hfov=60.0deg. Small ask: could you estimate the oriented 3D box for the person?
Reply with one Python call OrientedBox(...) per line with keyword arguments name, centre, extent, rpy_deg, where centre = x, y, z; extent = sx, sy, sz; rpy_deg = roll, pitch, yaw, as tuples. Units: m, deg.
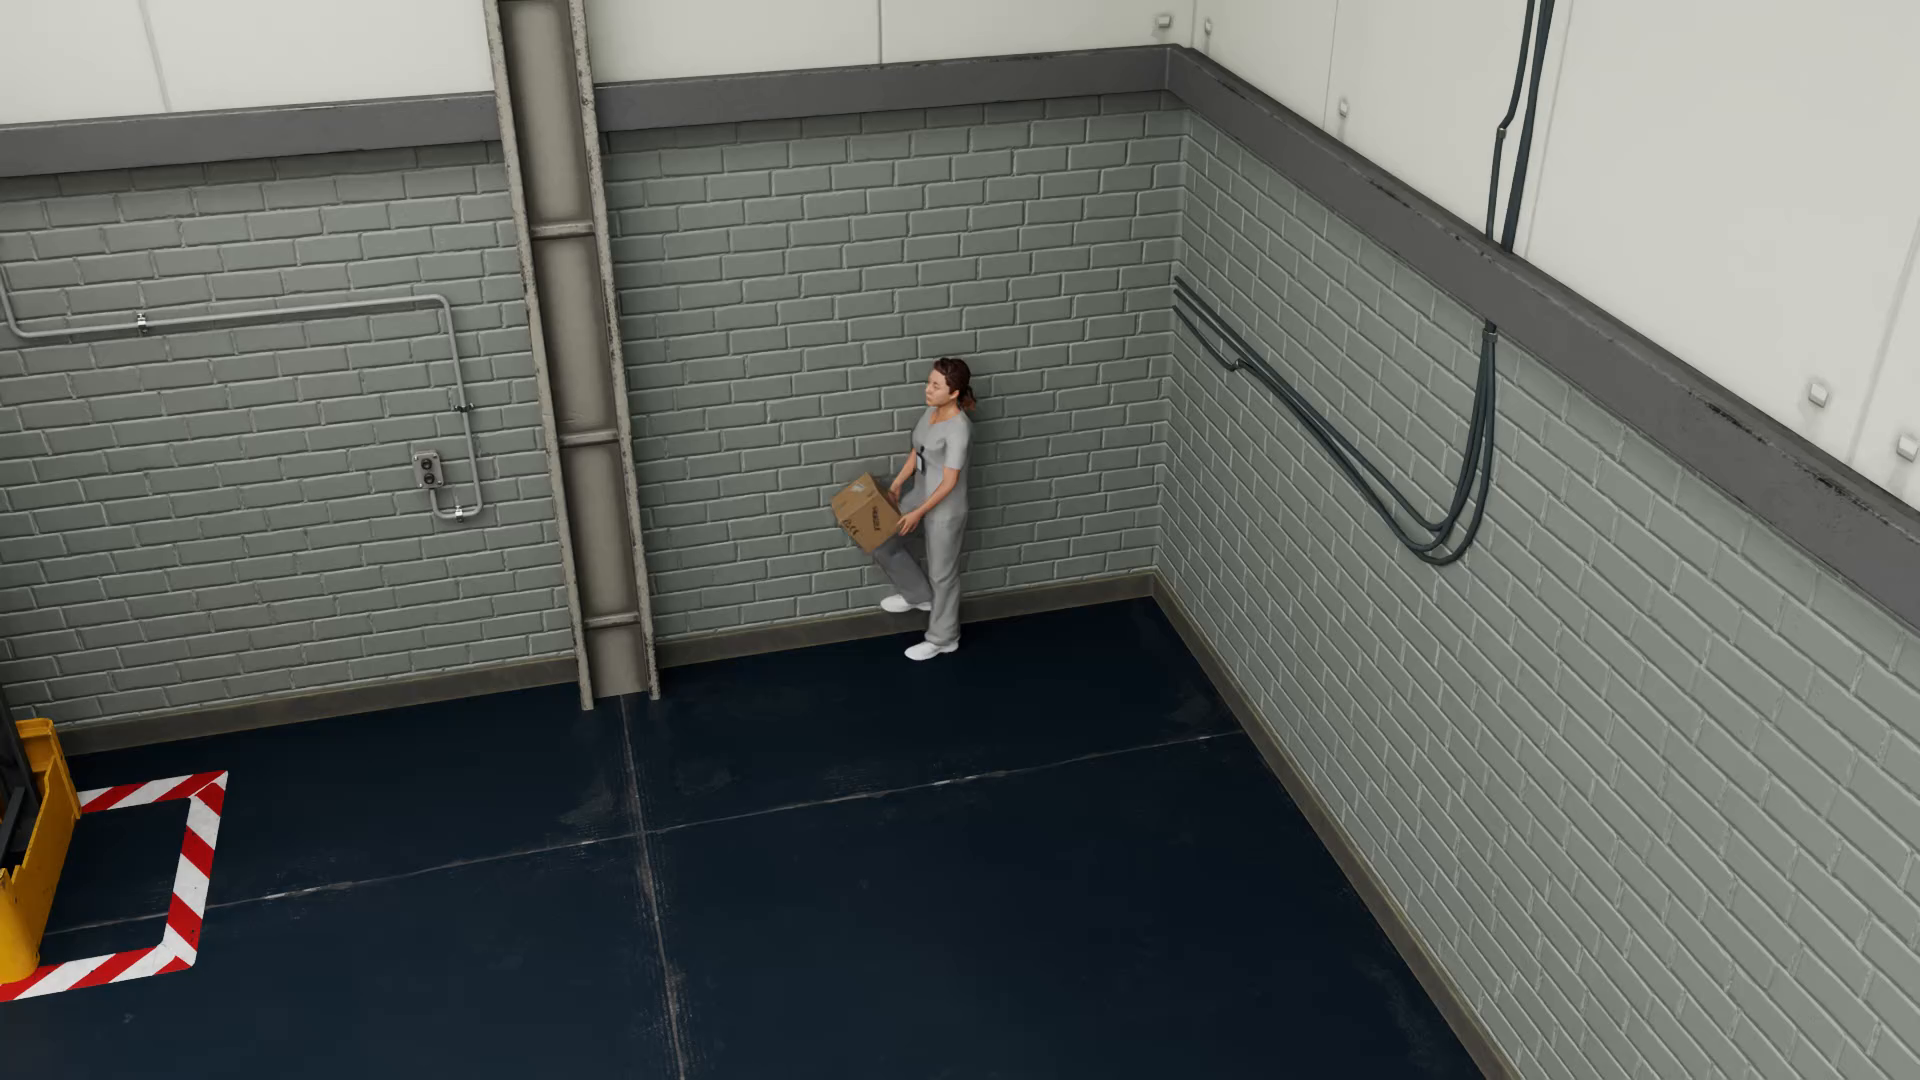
OrientedBox(name="person", centre=(-0.163, -0.152, 8.481), extent=(0.518, 1.679, 0.485), rpy_deg=(-10, 32, -17))
